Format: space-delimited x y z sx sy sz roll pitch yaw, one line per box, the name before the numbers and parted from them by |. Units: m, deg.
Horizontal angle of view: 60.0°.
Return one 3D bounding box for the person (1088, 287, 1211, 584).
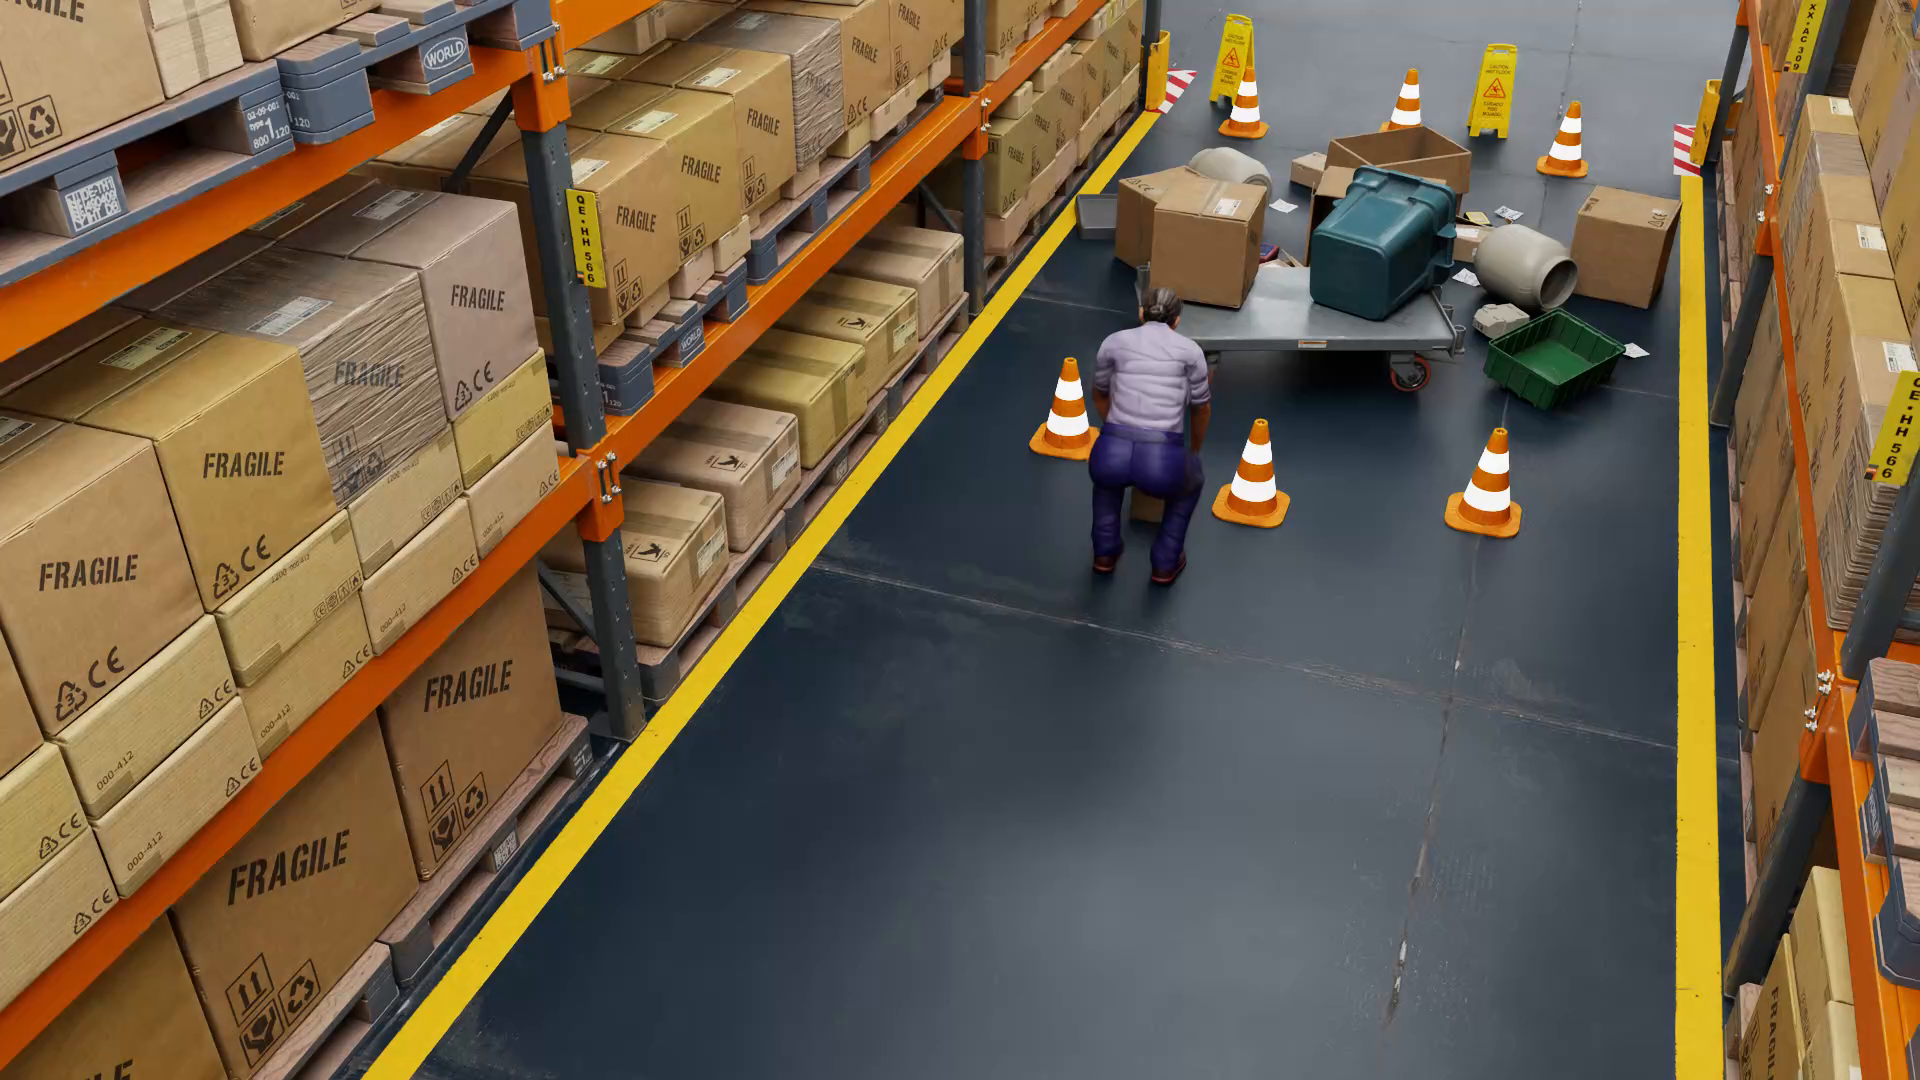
person | 0.789 -0.428 7.217 0.541 1.198 0.742 11 35 16
